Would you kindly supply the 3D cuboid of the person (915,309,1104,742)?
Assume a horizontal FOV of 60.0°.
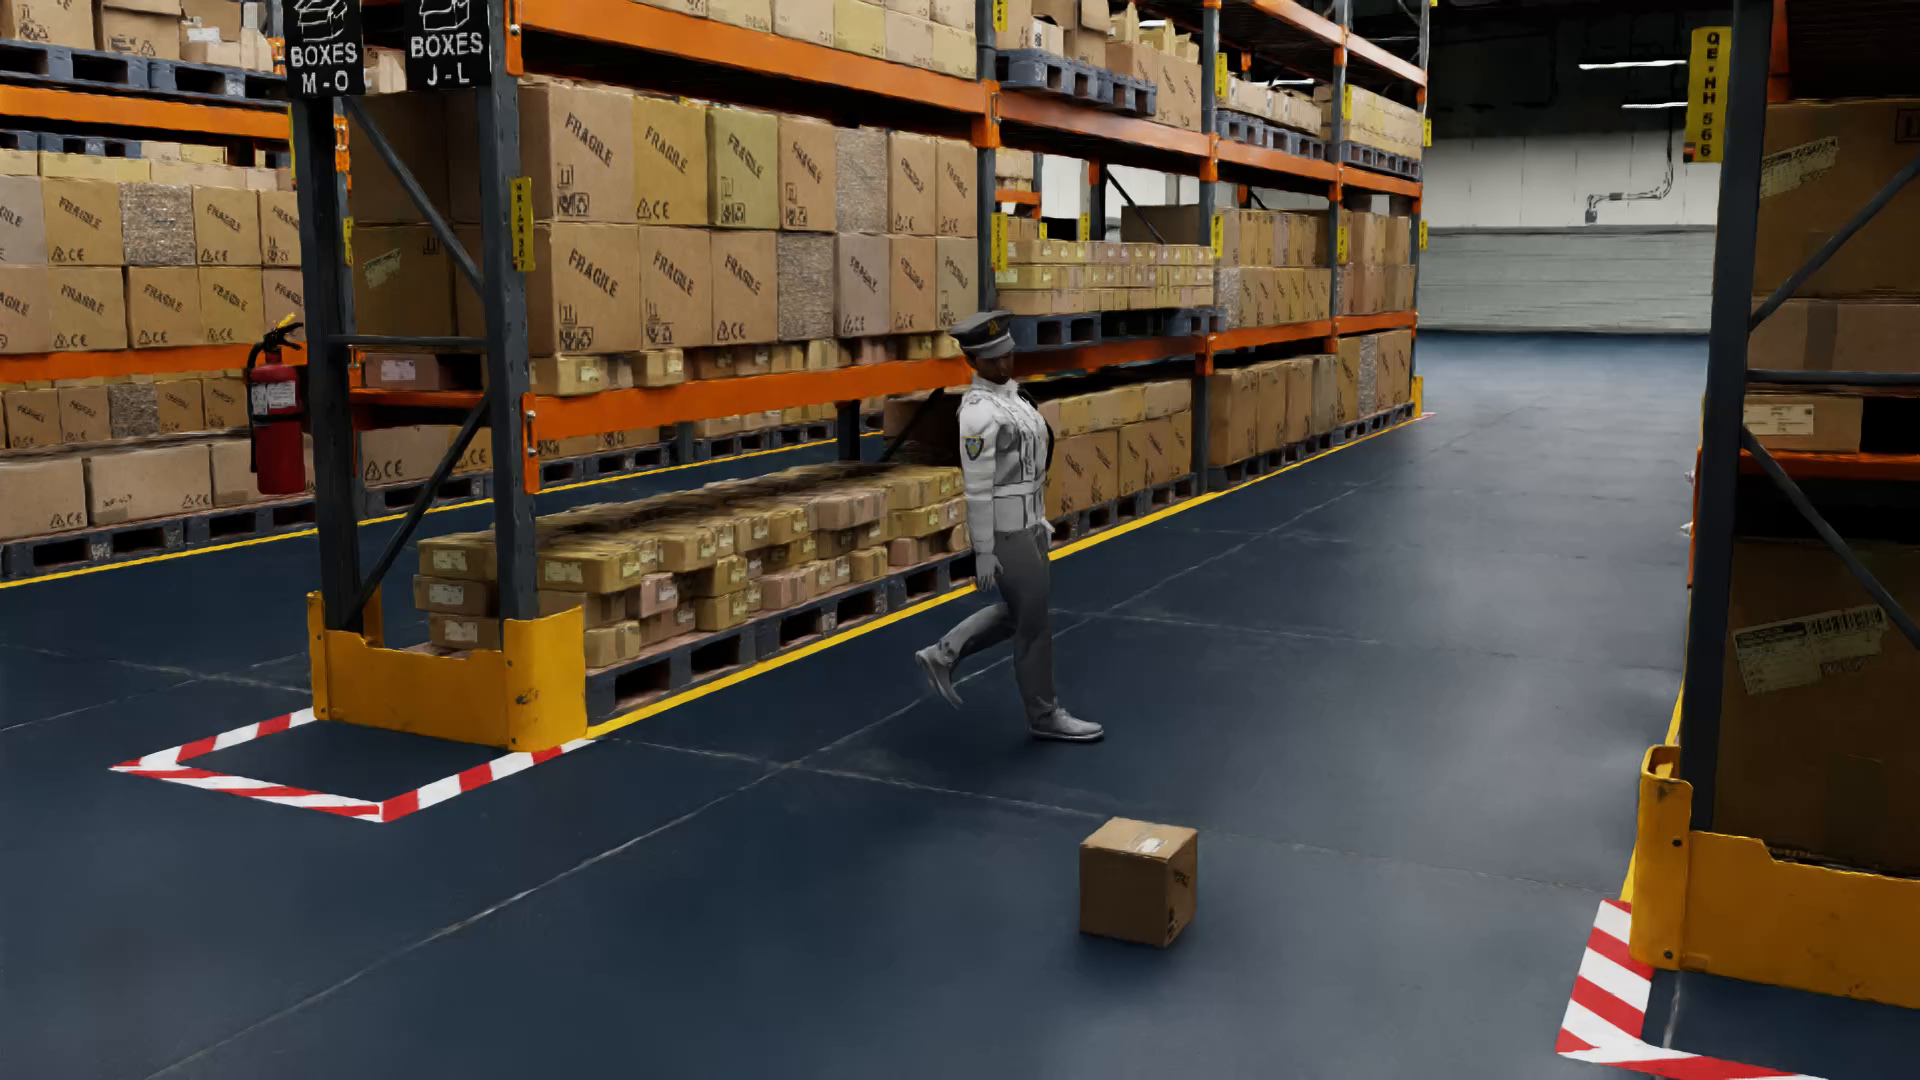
[{"bbox_3d":[0.166,-0.036,6.163,0.732,1.630,0.527,2,9,11],"label":"person"}]
